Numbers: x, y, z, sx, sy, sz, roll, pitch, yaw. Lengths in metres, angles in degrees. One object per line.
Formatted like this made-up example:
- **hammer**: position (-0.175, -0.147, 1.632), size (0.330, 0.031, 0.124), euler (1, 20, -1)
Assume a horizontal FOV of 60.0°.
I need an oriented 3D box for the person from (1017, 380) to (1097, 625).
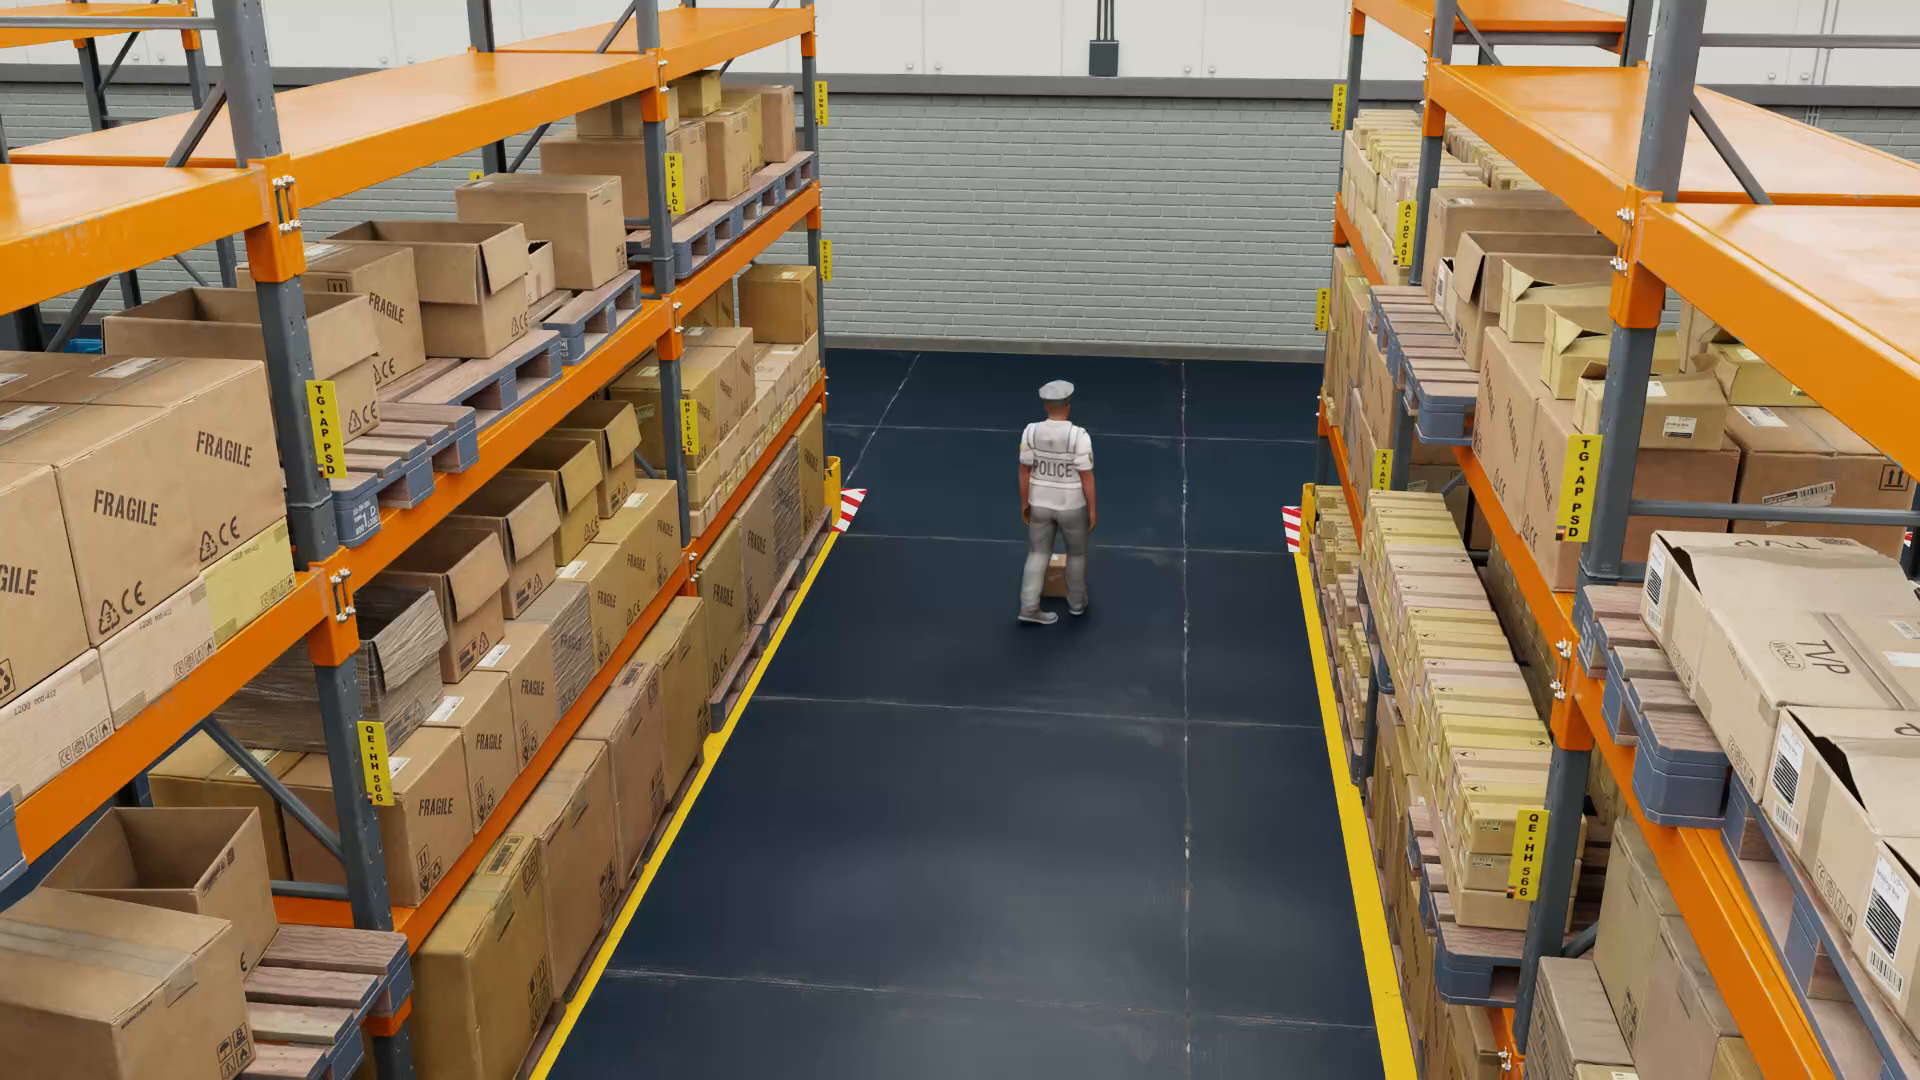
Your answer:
- **person**: position (0.721, -0.266, 11.765), size (0.565, 1.775, 0.671), euler (9, 23, 21)
